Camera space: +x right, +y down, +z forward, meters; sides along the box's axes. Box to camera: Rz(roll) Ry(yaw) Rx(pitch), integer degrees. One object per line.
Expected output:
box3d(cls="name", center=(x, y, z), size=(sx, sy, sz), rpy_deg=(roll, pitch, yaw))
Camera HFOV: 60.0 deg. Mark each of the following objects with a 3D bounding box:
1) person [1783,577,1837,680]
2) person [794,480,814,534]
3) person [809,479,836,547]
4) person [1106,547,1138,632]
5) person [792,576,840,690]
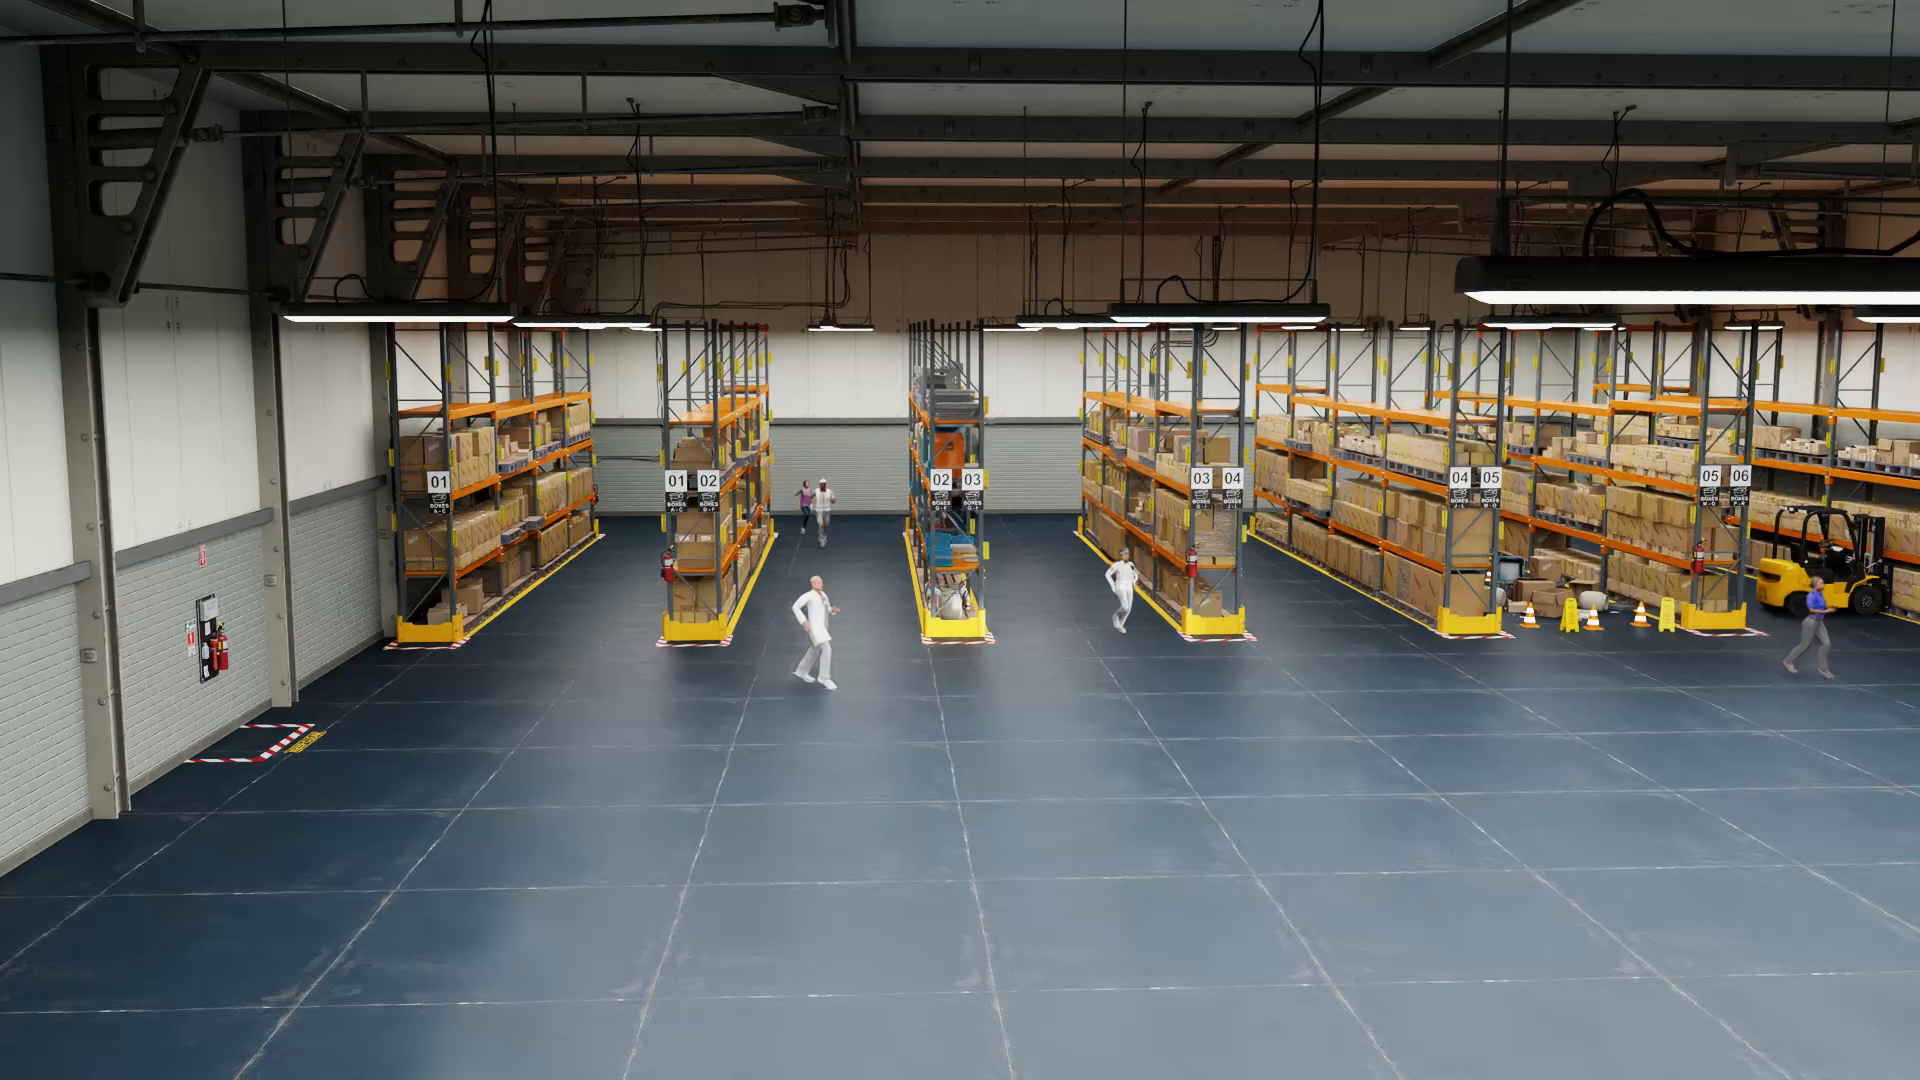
box3d(cls="person", center=(14.273, 1.457, 27.883), size=(0.603, 1.707, 0.805), rpy_deg=(-6, 9, -41))
box3d(cls="person", center=(-4.439, -0.957, 47.755), size=(0.536, 1.561, 0.694), rpy_deg=(-5, 9, -35))
box3d(cls="person", center=(-3.717, -0.761, 45.159), size=(0.674, 1.804, 0.935), rpy_deg=(-2, 7, -15))
box3d(cls="person", center=(3.173, 0.960, 31.952), size=(0.601, 1.660, 0.540), rpy_deg=(-3, 8, -24))
box3d(cls="person", center=(-2.327, 1.494, 27.063), size=(0.831, 1.833, 0.675), rpy_deg=(3, 7, 20))
